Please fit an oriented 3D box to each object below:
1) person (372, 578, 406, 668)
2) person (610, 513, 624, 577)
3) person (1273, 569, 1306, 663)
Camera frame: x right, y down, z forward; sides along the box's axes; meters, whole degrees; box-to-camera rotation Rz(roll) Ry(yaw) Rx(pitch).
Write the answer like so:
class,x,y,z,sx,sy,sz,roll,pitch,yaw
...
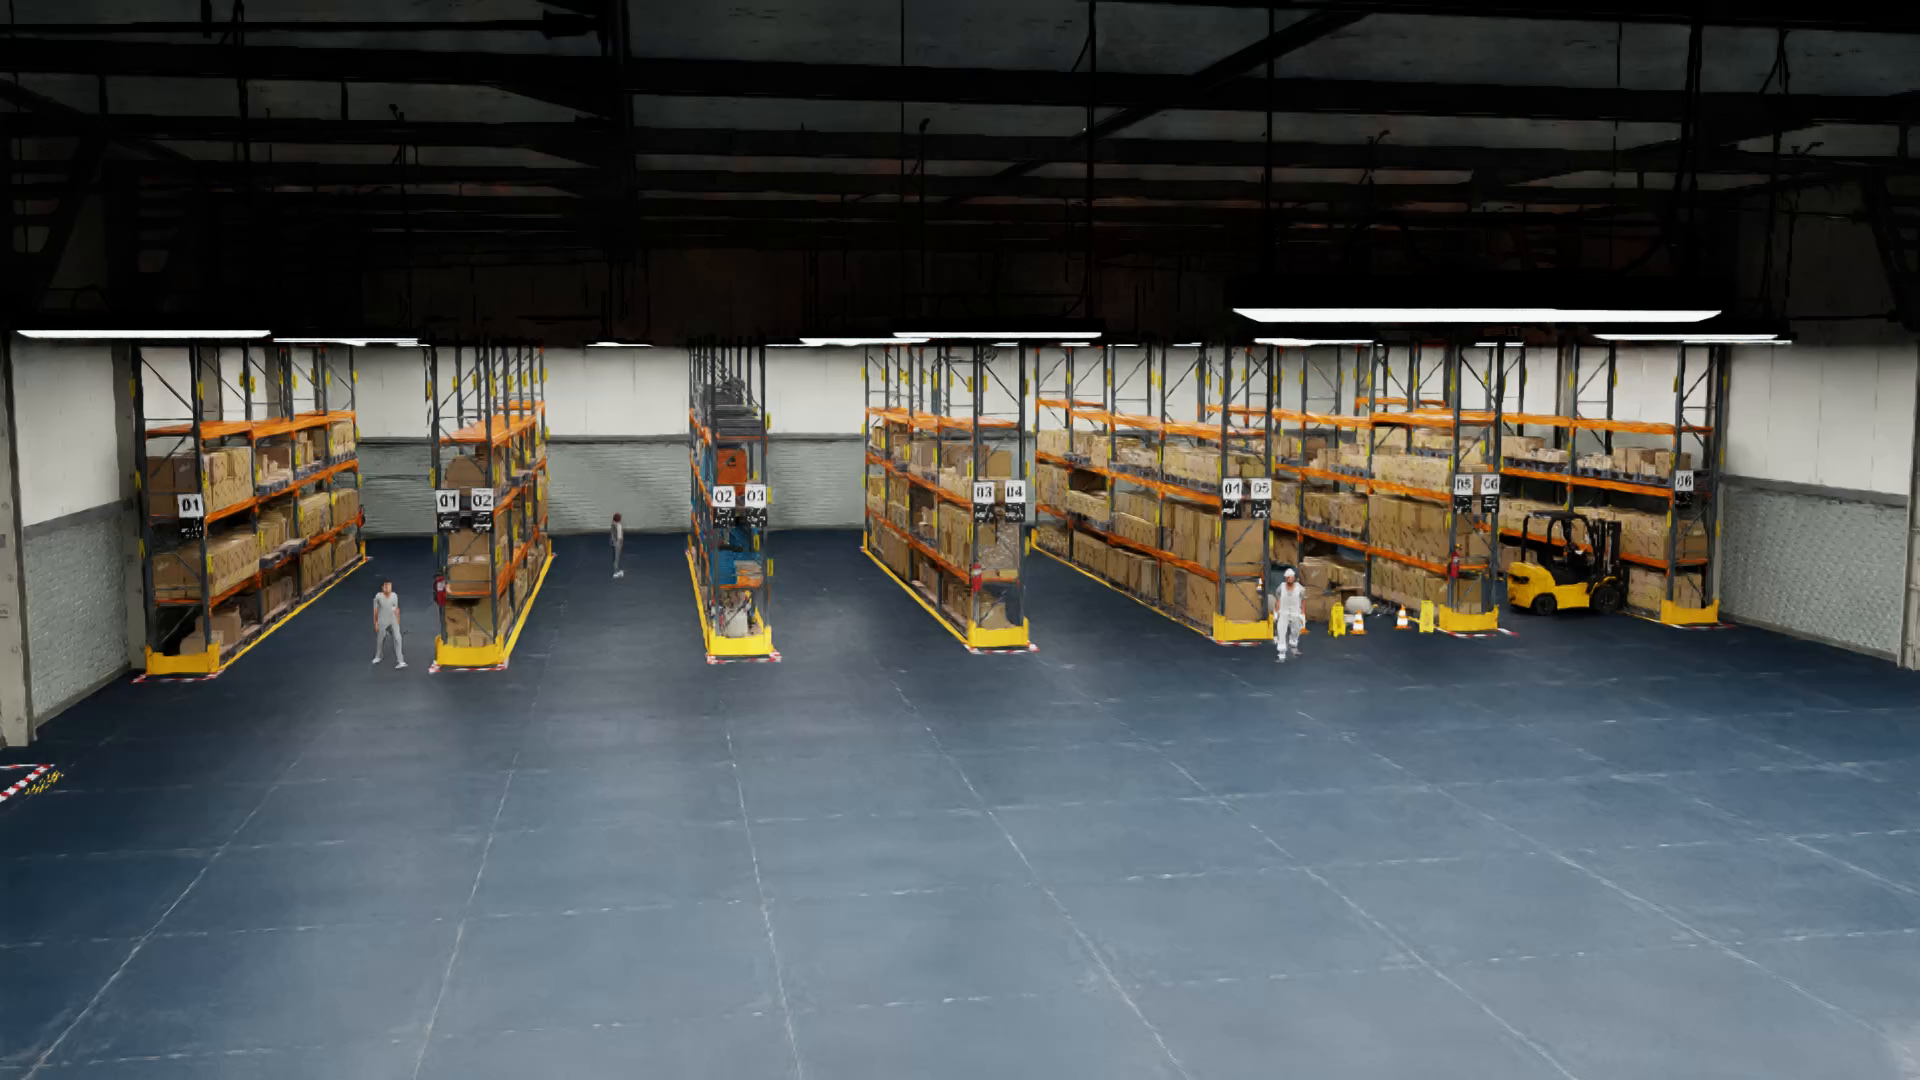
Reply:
class,x,y,z,sx,sy,sz,roll,pitch,yaw
person,-10.352,1.486,30.043,0.480,1.616,0.957,-4,8,-31
person,-8.633,0.124,41.984,0.423,1.565,0.499,-5,8,-35
person,6.066,1.371,30.584,0.598,1.734,0.988,1,7,10
